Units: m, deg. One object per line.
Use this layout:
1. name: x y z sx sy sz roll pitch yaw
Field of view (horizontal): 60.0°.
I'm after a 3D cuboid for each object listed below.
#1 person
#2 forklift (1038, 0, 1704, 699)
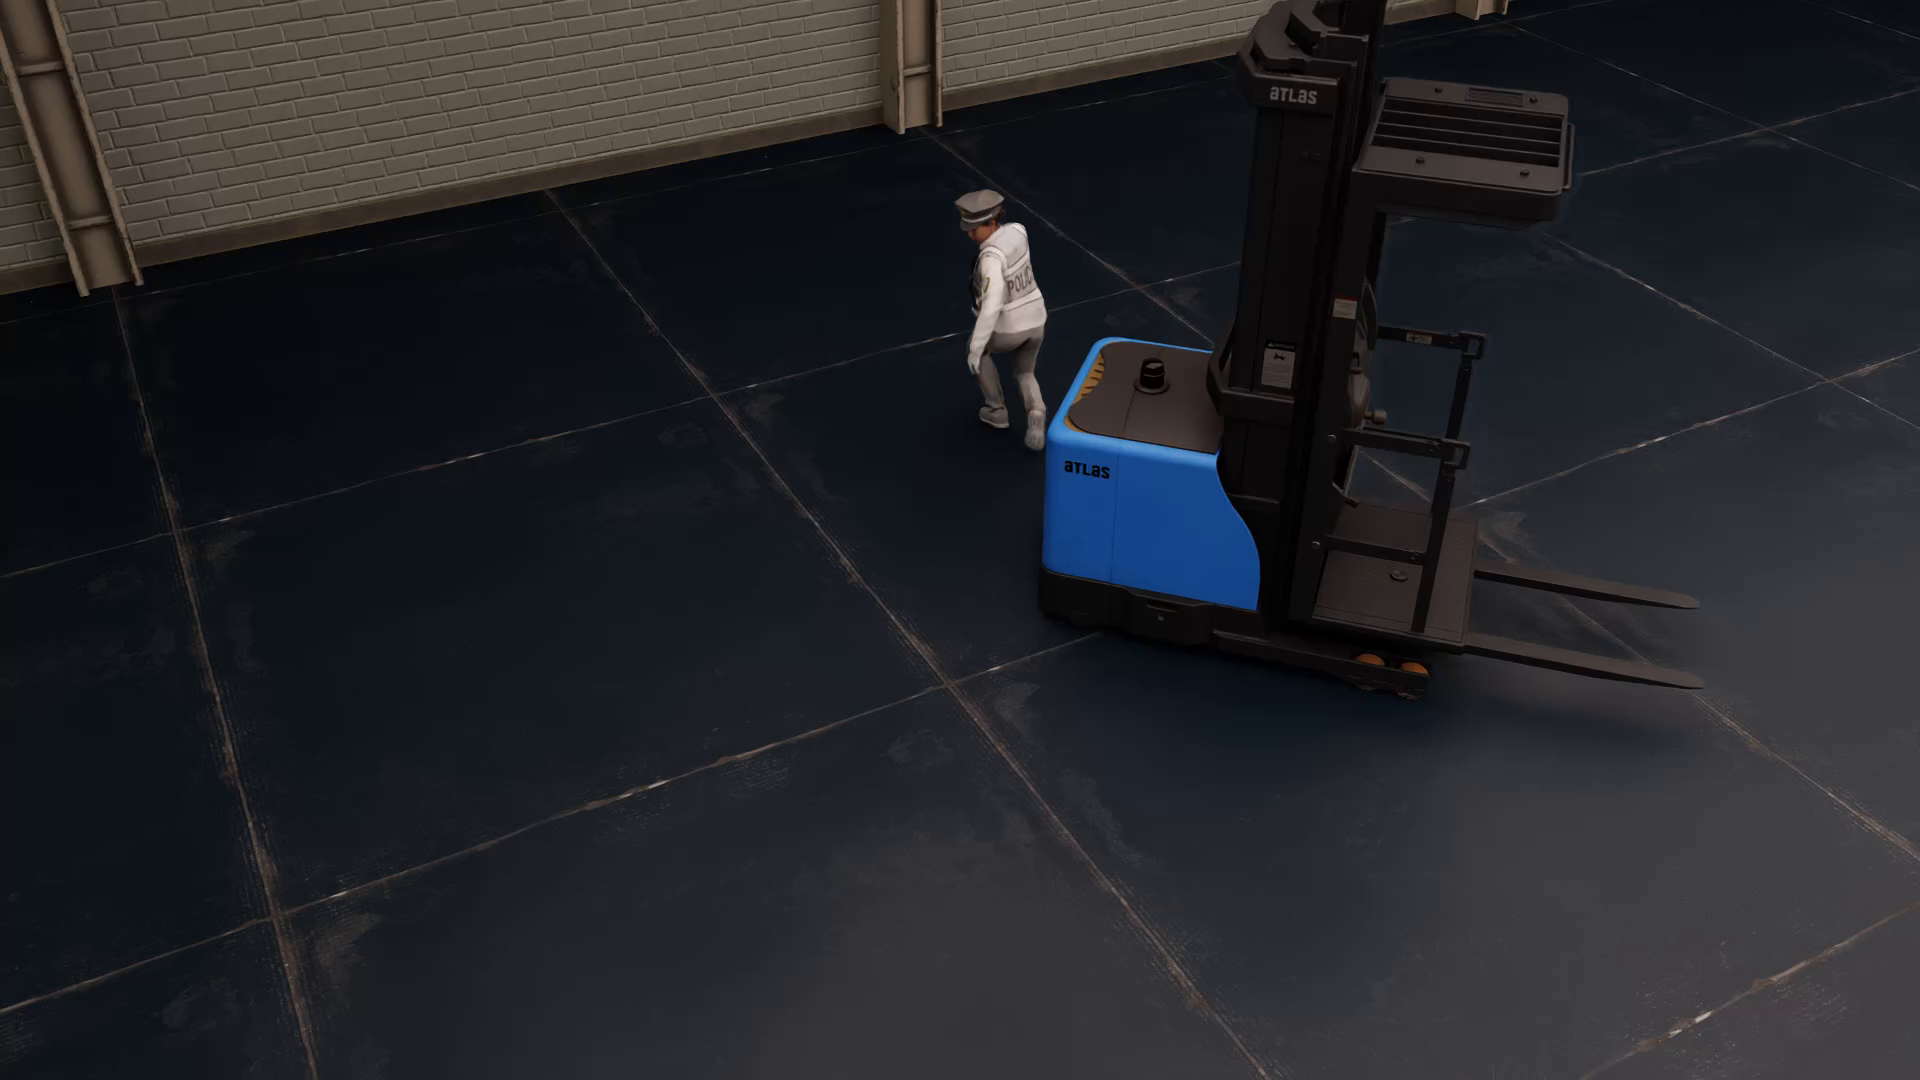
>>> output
1. person: 0.215 -1.185 9.124 0.573 1.452 0.775 -23 41 -29
2. forklift: 1.955 -0.815 7.276 3.031 2.935 1.130 11 37 15
